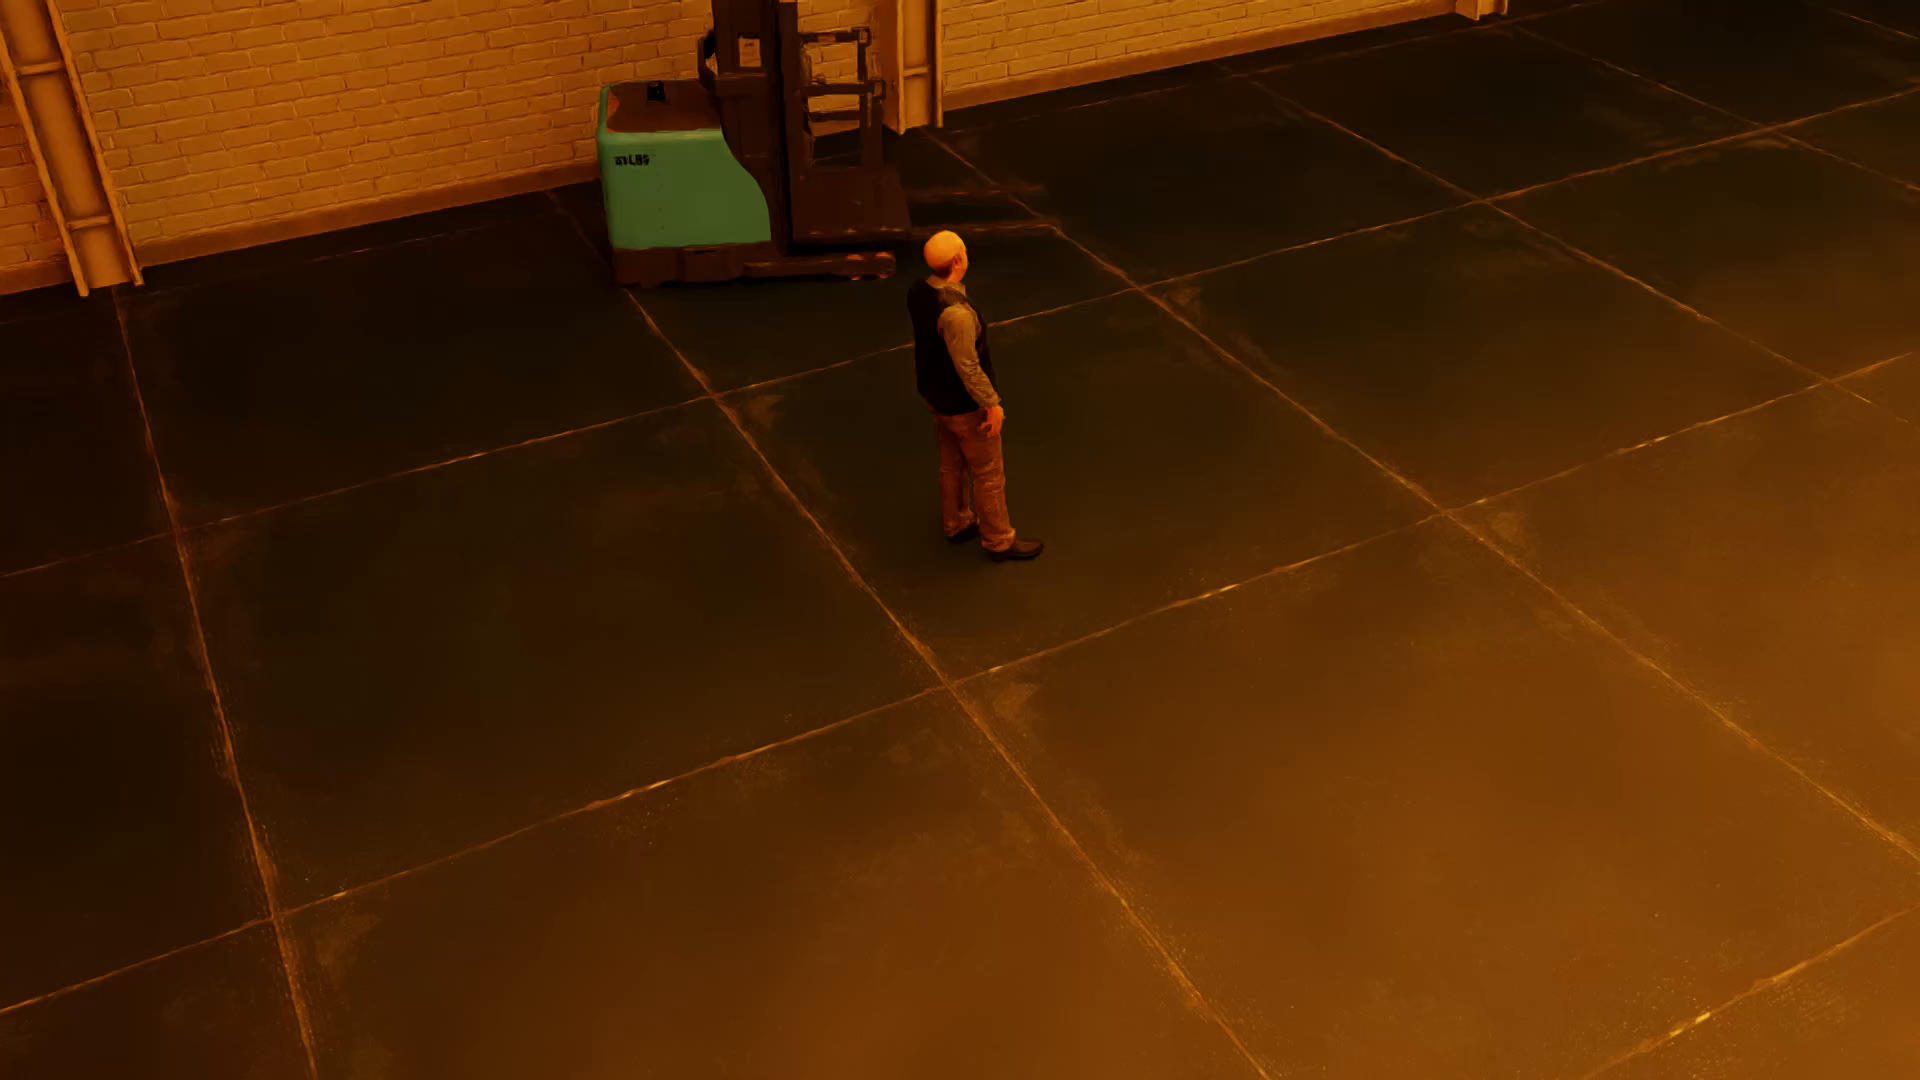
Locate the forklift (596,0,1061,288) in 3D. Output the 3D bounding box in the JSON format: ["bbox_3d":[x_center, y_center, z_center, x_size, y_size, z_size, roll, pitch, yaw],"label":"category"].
[{"bbox_3d":[-0.860,-3.235,10.699,3.031,2.935,1.130,-5,36,-7],"label":"forklift"}]

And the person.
[{"bbox_3d":[0.059,-0.721,8.179,0.567,1.720,0.632,-17,39,-23],"label":"person"}]
